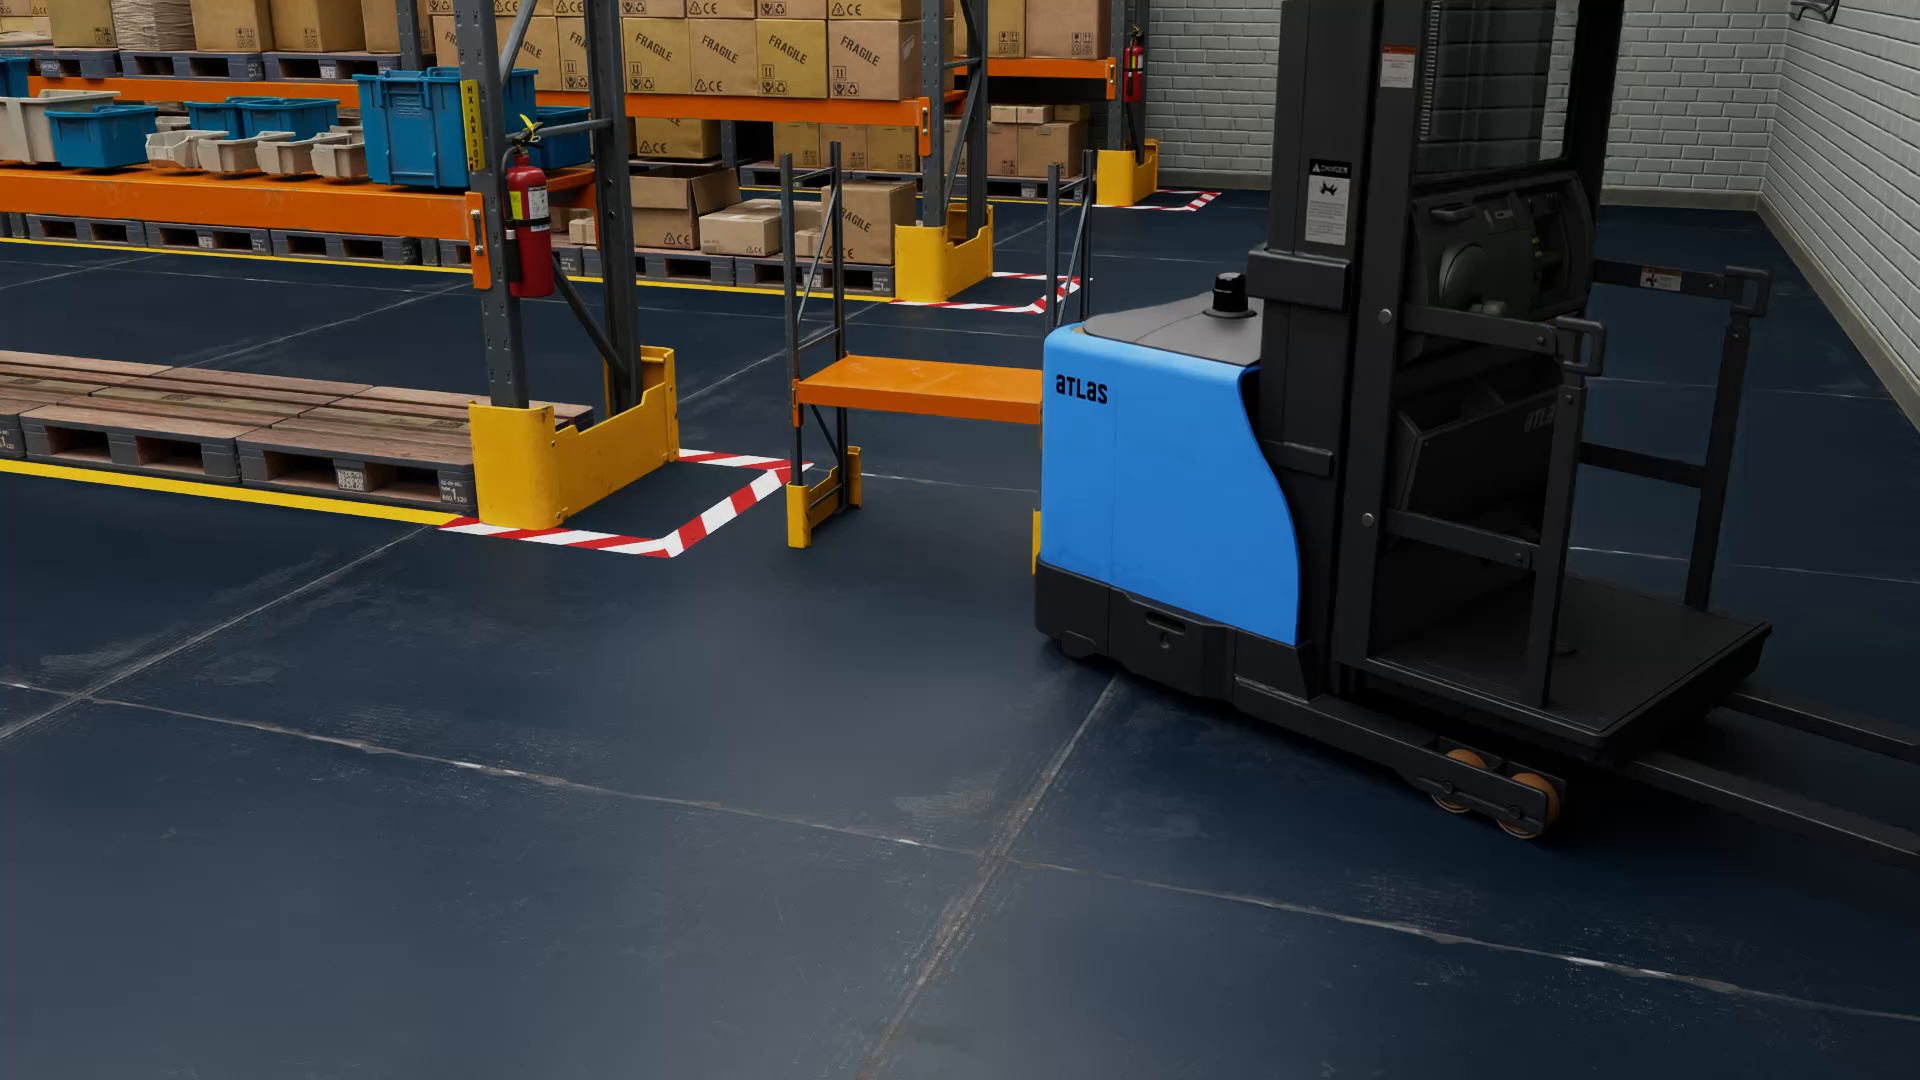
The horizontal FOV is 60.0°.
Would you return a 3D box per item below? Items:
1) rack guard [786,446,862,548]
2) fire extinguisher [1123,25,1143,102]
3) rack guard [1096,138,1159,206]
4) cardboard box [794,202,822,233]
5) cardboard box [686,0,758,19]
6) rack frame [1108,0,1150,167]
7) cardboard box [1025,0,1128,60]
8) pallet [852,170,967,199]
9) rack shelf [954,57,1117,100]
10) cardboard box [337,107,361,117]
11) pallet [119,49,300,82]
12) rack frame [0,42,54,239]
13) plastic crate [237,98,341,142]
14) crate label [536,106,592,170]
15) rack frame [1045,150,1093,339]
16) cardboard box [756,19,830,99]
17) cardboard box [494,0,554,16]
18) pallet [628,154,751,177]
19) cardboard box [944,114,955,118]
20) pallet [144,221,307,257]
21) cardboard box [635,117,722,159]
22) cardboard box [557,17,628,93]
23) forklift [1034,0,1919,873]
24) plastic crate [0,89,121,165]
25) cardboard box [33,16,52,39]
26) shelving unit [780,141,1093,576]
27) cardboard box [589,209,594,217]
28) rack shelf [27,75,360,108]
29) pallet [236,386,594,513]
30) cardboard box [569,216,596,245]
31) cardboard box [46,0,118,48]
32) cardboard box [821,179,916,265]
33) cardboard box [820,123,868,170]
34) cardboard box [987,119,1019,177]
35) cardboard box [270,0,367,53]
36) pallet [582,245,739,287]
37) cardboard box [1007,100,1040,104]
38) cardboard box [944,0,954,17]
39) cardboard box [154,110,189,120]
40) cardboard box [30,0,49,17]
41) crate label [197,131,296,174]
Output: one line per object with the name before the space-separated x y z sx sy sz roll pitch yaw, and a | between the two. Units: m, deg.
rack guard | -0.542 -0.180 6.713 0.087 0.250 0.587 7 20 18
fire extinguisher | 1.586 -4.354 15.195 0.183 0.674 0.296 7 20 18
rack guard | 1.617 -3.544 15.983 0.348 0.500 1.175 7 20 18
cardboard box | -0.920 -2.296 12.116 0.500 0.250 0.500 7 20 18
cardboard box | -1.507 -3.777 11.183 0.500 0.500 0.500 7 20 20
rack frame | 1.595 -4.727 15.579 0.127 3.000 1.000 7 20 18
cardboard box | 1.110 -4.920 15.679 0.700 0.700 0.980 7 21 21
pallet | -0.335 -3.604 16.596 1.213 0.211 1.003 7 20 18
rack shelf | -0.295 -4.603 16.317 4.000 0.370 1.077 7 20 18
cardboard box | -6.660 -4.680 18.574 0.500 0.500 0.700 7 20 19
pallet | -5.746 -3.751 13.072 1.213 0.211 1.003 7 20 18
rack frame | -7.584 -4.050 13.638 0.127 3.000 1.000 7 20 18
plastic crate | -3.026 -1.867 7.538 0.300 0.233 0.416 7 20 18
crate label | -1.782 -1.725 7.130 0.303 0.233 0.416 7 20 18
rack frame | 0.400 -0.663 6.198 0.032 1.500 0.500 7 20 18
cardboard box | -1.031 -3.252 11.197 0.500 0.500 0.500 7 20 19
cardboard box | -2.966 -3.944 11.661 0.500 0.500 0.500 6 20 16
pallet | -2.937 -3.902 17.450 1.213 0.211 1.003 7 20 18
cardboard box | -0.114 -4.281 16.473 0.250 0.149 0.380 7 20 19
pallet | -5.743 -2.509 13.453 1.213 0.211 1.003 7 20 18
cardboard box | -2.841 -4.372 17.189 0.750 0.750 0.750 7 20 19
cardboard box | -2.457 -3.417 11.669 0.500 0.500 0.500 6 20 18
forklift | 1.639 -0.797 4.409 1.130 2.935 3.031 -18 26 -41
plastic crate | -4.053 -1.829 7.354 0.530 0.282 0.437 7 20 18
cardboard box | -10.288 -5.918 19.196 0.500 0.250 0.500 7 20 18
shelving unit | -0.072 -0.716 6.353 1.083 1.500 0.587 7 20 18
cardboard box | -2.466 -2.502 12.613 0.500 0.311 0.500 7 20 18
rack shelf | -5.695 -3.495 13.137 4.000 0.370 1.077 7 20 18
pallet | -2.423 -0.431 7.491 1.213 0.211 1.003 7 20 18
cardboard box | -2.660 -2.285 12.211 0.250 0.166 0.380 7 20 18
cardboard box | -6.953 -4.263 13.458 0.500 0.500 0.700 0 19 0
cardboard box | -0.622 -2.196 11.447 0.500 0.500 0.500 7 20 18
cardboard box | -1.038 -4.009 16.679 0.500 0.500 0.700 6 20 18
cardboard box | 0.428 -3.843 16.204 0.500 0.500 0.700 6 20 18
cardboard box | -4.850 -4.039 12.816 0.500 0.500 0.700 10 22 27
pallet | -2.001 -2.096 12.268 1.213 0.211 1.003 7 20 18
cardboard box | 0.605 -4.199 16.238 0.250 0.149 0.380 7 20 18
cardboard box | -0.360 -3.835 11.351 0.500 0.500 0.500 7 20 20
cardboard box | -6.569 -3.399 13.760 0.500 0.250 0.500 7 21 20
cardboard box | -10.289 -6.271 19.066 0.500 0.500 0.500 6 20 18
crate label | -3.026 -1.640 7.034 0.243 0.136 0.396 7 20 18
